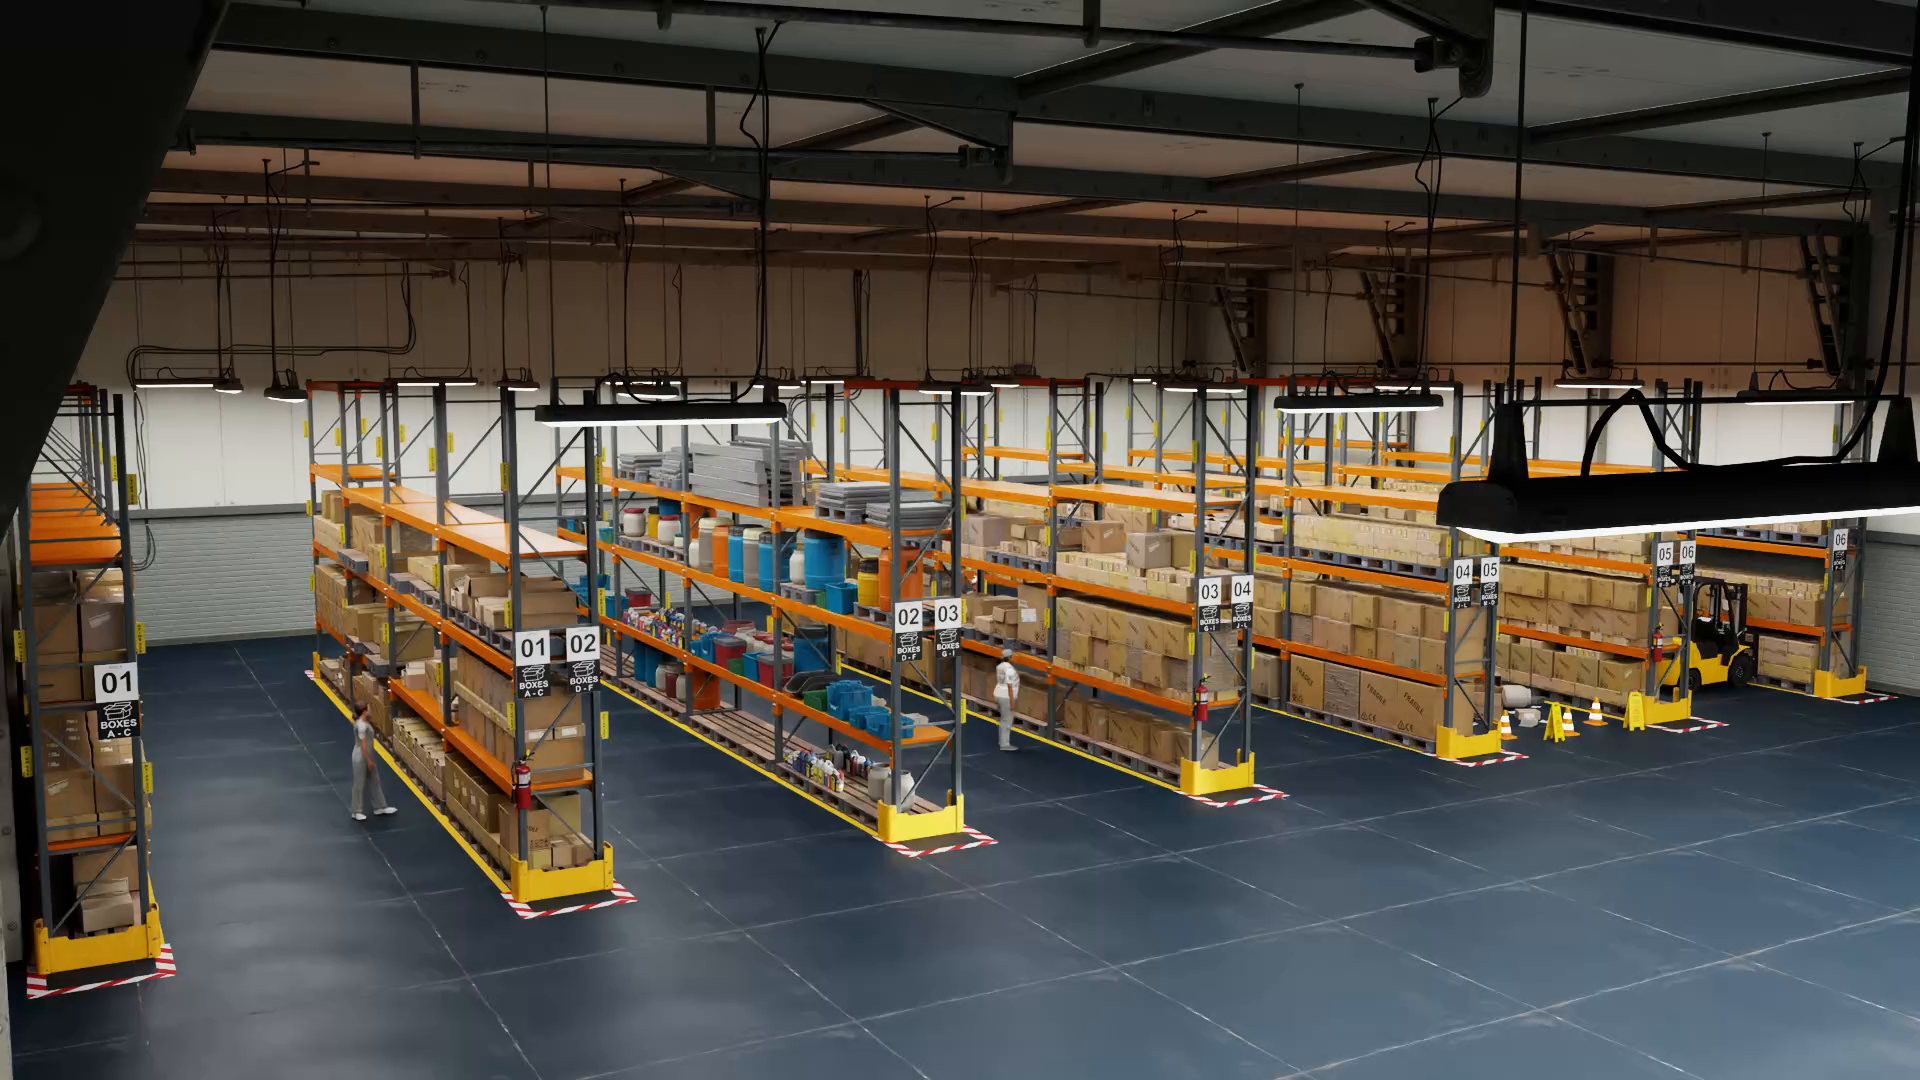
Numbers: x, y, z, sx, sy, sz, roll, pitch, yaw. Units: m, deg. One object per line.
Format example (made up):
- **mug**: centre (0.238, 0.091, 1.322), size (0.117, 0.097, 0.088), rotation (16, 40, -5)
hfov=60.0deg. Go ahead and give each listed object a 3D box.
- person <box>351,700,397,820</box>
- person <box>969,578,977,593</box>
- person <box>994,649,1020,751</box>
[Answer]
- **person**: centre (-8.218, 3.049, 23.156), size (0.568, 1.666, 0.485), rotation (0, 6, -3)
- **person**: centre (0.342, 1.659, 34.419), size (0.467, 1.726, 1.015), rotation (-4, 7, -31)
- **person**: centre (0.779, 2.634, 27.290), size (0.417, 1.710, 0.548), rotation (-2, 6, -19)
